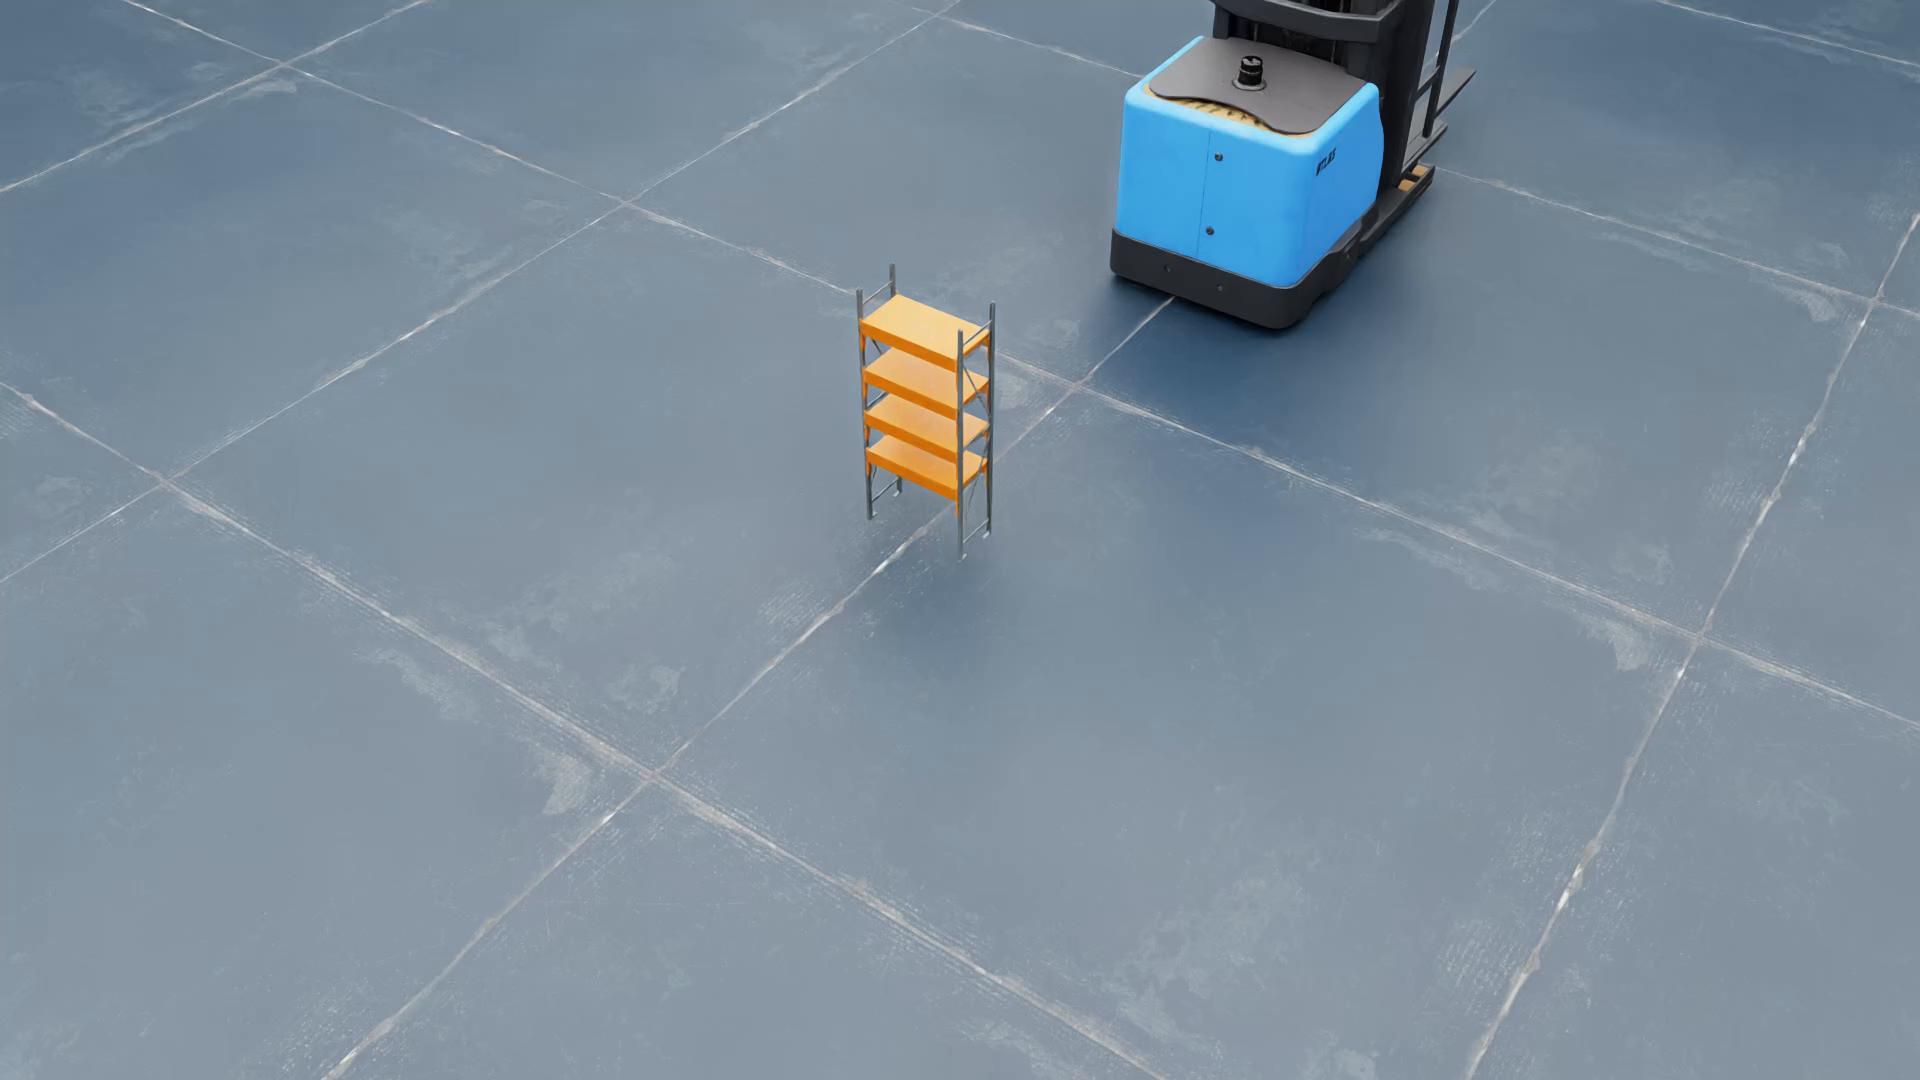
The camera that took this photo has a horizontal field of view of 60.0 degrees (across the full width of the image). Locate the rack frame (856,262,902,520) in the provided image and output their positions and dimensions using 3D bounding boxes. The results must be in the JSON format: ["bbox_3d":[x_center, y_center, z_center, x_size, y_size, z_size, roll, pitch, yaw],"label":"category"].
[{"bbox_3d":[-0.335,-0.604,7.025,0.015,1.200,0.240,25,48,25],"label":"rack frame"}]

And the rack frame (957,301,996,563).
[{"bbox_3d":[0.064,-0.417,6.816,0.015,1.200,0.240,25,48,25],"label":"rack frame"}]

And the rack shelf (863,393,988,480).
[{"bbox_3d":[-0.136,-0.460,6.966,0.480,0.148,0.258,25,48,25],"label":"rack shelf"}]

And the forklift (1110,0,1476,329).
[{"bbox_3d":[2.027,-3.101,8.517,1.130,2.935,3.031,24,47,25],"label":"forklift"}]

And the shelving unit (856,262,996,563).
[{"bbox_3d":[-0.136,-0.511,6.921,0.503,1.200,0.258,25,48,25],"label":"shelving unit"}]

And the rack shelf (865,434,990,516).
[{"bbox_3d":[-0.136,-0.312,7.098,0.480,0.148,0.258,25,48,25],"label":"rack shelf"}]

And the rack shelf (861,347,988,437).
[{"bbox_3d":[-0.136,-0.627,6.816,0.480,0.148,0.258,25,48,25],"label":"rack shelf"}]

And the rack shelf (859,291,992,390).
[{"bbox_3d":[-0.136,-0.803,6.659,0.480,0.148,0.258,25,48,25],"label":"rack shelf"}]
